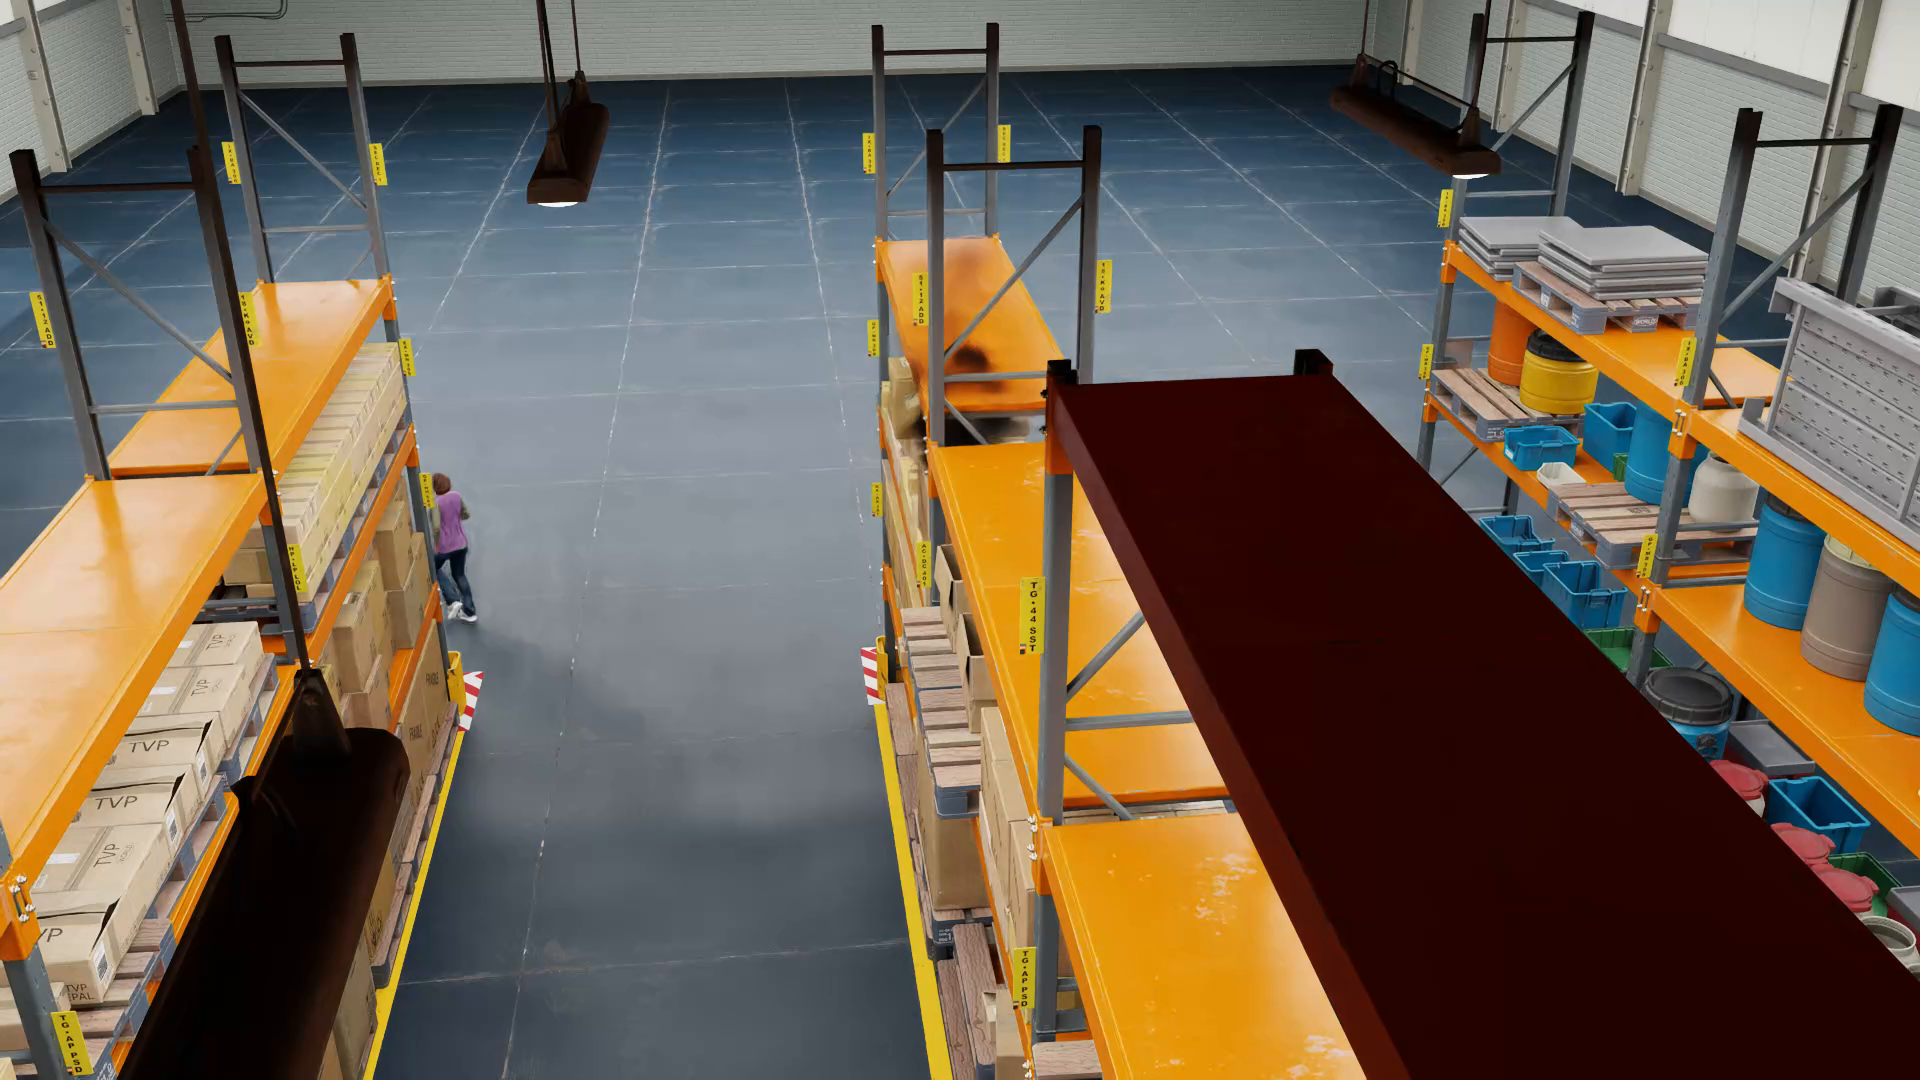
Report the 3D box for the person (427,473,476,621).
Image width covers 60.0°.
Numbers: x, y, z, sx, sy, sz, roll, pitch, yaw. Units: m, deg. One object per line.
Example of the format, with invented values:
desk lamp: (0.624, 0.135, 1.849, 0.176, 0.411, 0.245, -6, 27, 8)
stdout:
person: (-5.098, 0.055, 16.549, 0.611, 1.570, 0.541, 20, 32, 36)
